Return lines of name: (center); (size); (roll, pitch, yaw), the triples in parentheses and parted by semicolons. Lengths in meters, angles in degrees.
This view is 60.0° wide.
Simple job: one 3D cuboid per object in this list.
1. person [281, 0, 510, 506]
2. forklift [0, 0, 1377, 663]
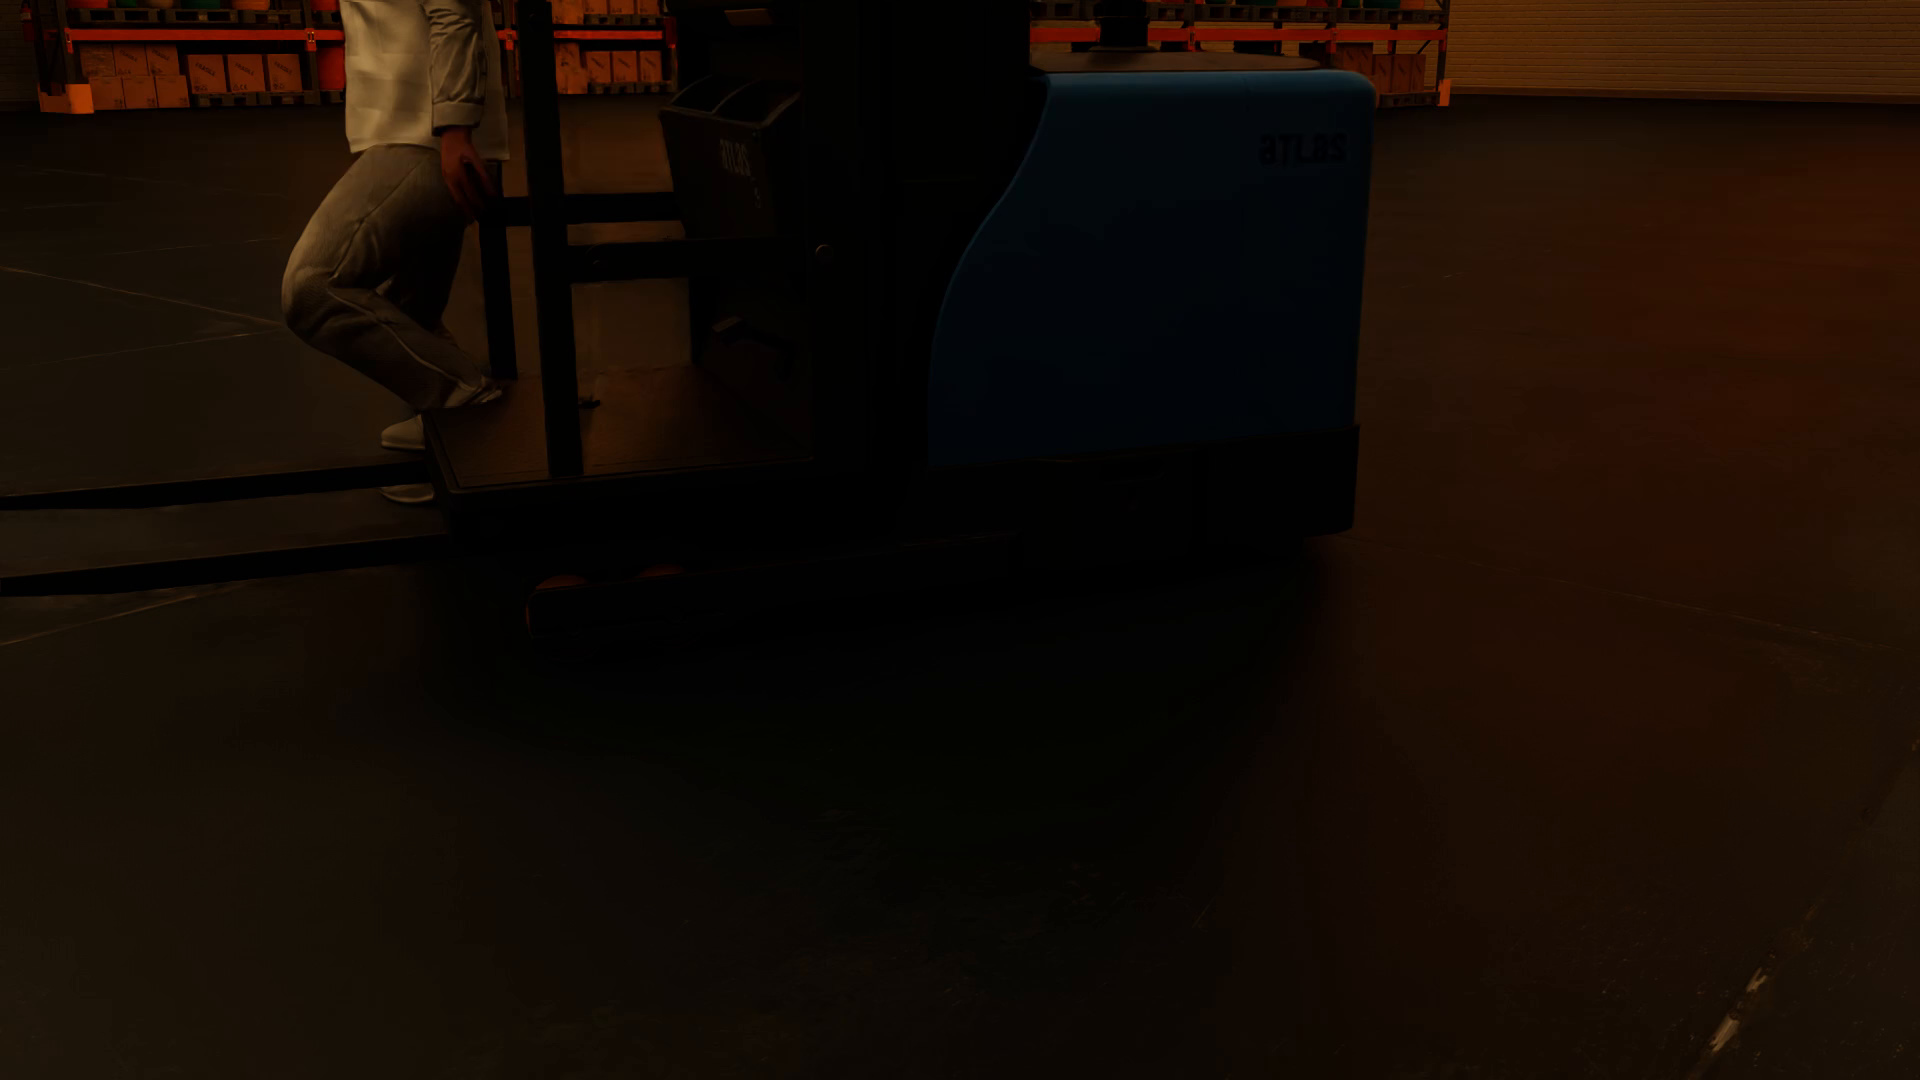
person: (-1.298, -0.866, 3.791); (0.520, 1.748, 0.811); (-6, 18, -20)
forklift: (-0.666, -1.341, 3.313); (3.031, 2.935, 1.130); (-6, 18, -20)
